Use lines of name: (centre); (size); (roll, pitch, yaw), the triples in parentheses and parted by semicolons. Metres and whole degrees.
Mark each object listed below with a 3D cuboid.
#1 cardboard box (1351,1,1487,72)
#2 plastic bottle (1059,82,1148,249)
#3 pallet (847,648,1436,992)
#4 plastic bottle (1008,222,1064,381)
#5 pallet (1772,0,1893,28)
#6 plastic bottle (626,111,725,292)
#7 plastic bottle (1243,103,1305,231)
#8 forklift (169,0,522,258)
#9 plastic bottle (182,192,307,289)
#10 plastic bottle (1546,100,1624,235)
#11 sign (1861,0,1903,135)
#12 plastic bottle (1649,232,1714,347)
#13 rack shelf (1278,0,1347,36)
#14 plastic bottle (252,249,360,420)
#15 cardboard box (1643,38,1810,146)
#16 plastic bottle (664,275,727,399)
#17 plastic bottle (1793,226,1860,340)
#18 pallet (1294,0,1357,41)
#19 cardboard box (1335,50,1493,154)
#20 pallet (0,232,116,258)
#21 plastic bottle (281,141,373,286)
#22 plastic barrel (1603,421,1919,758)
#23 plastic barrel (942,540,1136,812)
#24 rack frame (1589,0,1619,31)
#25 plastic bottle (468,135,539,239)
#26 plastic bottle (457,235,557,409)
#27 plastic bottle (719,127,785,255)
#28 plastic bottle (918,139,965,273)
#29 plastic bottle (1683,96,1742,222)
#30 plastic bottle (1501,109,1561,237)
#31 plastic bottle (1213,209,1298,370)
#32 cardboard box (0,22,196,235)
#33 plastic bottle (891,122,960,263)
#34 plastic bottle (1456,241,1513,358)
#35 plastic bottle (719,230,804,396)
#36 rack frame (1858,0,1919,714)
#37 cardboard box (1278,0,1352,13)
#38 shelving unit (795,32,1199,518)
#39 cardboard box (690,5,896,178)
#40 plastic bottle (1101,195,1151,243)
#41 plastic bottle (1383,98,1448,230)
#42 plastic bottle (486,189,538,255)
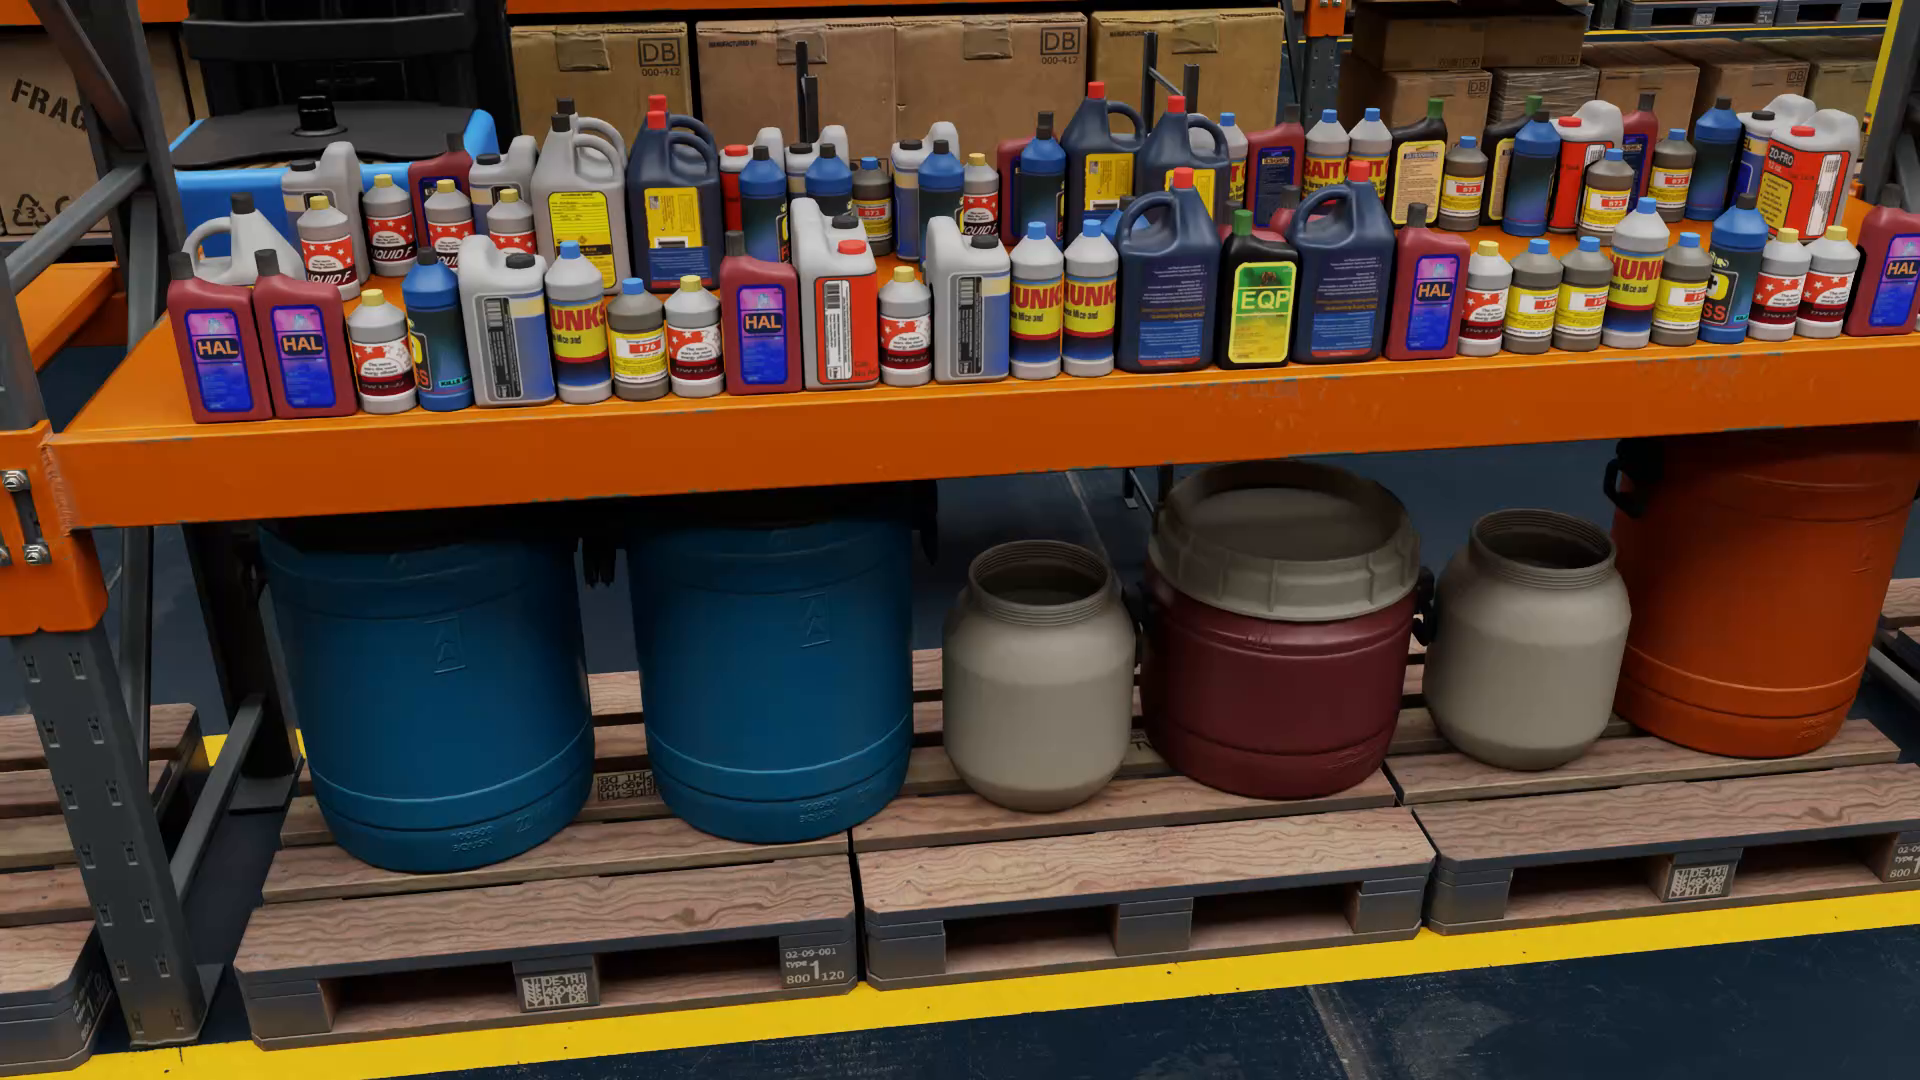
cardboard box: (2.286, -2.523, 8.316); (0.500, 0.250, 0.500); (-3, 27, -5)
plastic bottle: (0.312, -0.811, 3.598); (0.185, 0.351, 0.144); (-4, 27, -7)
pallet: (0.337, 0.575, 3.898); (1.213, 0.211, 1.003); (-4, 27, -7)
plastic bottle: (0.133, -0.425, 2.933); (0.097, 0.271, 0.097); (0, 27, 0)
pallet: (6.972, -4.404, 13.602); (1.213, 0.211, 1.003); (-4, 27, -7)
plastic bottle: (-0.576, -0.687, 3.357); (0.185, 0.351, 0.144); (-4, 27, -7)
plastic bottle: (0.693, -0.824, 3.698); (0.133, 0.283, 0.061); (-4, 27, -7)
forklift: (-2.272, -2.156, 6.241); (1.130, 2.935, 3.031); (-4, 27, -8)
plastic bottle: (-1.210, -0.413, 2.822); (0.185, 0.351, 0.144); (-4, 27, -7)
plastic bottle: (1.386, -0.844, 3.746); (0.135, 0.276, 0.152); (-4, 27, -7)
sign: (2.234, -1.131, 3.990); (0.005, 0.325, 0.100); (-4, 27, -7)
plastic bottle: (1.342, -0.471, 3.100); (0.097, 0.201, 0.097); (0, 27, 0)
rack shelf: (3.608, -2.857, 8.320); (4.000, 0.370, 1.077); (-4, 27, -7)
plastic bottle: (-1.089, -0.343, 2.761); (0.133, 0.283, 0.061); (-4, 27, -7)
cardboard box: (3.948, -2.301, 8.704); (0.500, 0.500, 0.700); (-6, 28, -12)
plastic bottle: (-0.459, -0.356, 2.875); (0.097, 0.201, 0.097); (0, 27, 0)
plastic bottle: (1.631, -0.490, 3.136); (0.097, 0.201, 0.097); (0, 27, 0)
pallet: (3.033, -4.150, 13.106); (1.213, 0.211, 1.003); (-4, 27, -7)
cardboard box: (2.288, -2.185, 8.478); (0.500, 0.500, 0.700); (-5, 28, -10)
pallet: (-4.308, -1.462, 7.869); (1.213, 0.211, 1.003); (-4, 27, -7)
plastic bottle: (-1.299, -0.672, 3.410); (0.135, 0.276, 0.152); (-4, 27, -7)
plastic barrel: (1.835, 0.007, 3.868); (0.708, 0.830, 0.600); (-4, 27, -7)
plastic barrel: (0.170, 0.297, 3.651); (0.421, 0.512, 0.421); (0, 27, 0)
rack frame: (4.997, -5.553, 12.786); (0.127, 3.000, 1.000); (-4, 27, -7)
plastic bottle: (-0.937, -0.695, 3.455); (0.135, 0.276, 0.152); (-4, 27, -7)
plastic bottle: (-0.770, -0.381, 2.843); (0.135, 0.276, 0.152); (-4, 27, -7)
plastic bottle: (-0.437, -0.727, 3.518); (0.135, 0.276, 0.152); (-4, 27, -7)
plastic bottle: (-0.039, -0.693, 3.457); (0.097, 0.271, 0.097); (0, 27, 0)
plastic bottle: (1.725, -0.877, 3.814); (0.097, 0.271, 0.097); (0, 27, 0)
plastic bottle: (1.275, -0.820, 3.703); (0.097, 0.271, 0.097); (0, 27, 0)
plastic bottle: (0.529, -0.447, 2.963); (0.133, 0.283, 0.061); (-4, 27, -7)
cardboard box: (-3.890, -1.974, 7.678); (0.875, 0.875, 0.875); (-4, 27, -7)
plastic bottle: (-0.074, -0.751, 3.563); (0.135, 0.276, 0.152); (-4, 27, -7)
plastic bottle: (0.956, -0.446, 3.052); (0.097, 0.201, 0.097); (0, 27, 0)
plastic bottle: (-0.342, -0.391, 2.854); (0.133, 0.283, 0.061); (-4, 27, -7)
rack frame: (2.317, -0.810, 3.544); (0.127, 3.000, 1.000); (-4, 27, -7)
cardboard box: (2.517, -4.539, 12.815); (0.750, 0.750, 1.050); (-3, 27, -6)
shelving unit: (0.084, -0.673, 4.918); (1.048, 1.500, 0.538); (-4, 27, -7)
cardboard box: (-0.818, -2.144, 8.009); (0.875, 0.875, 1.225); (-5, 28, -9)
plastic bottle: (0.306, -0.502, 3.084); (0.097, 0.271, 0.097); (0, 27, 0)
plastic bottle: (1.018, -0.845, 3.739); (0.133, 0.283, 0.061); (-4, 27, -7)
plastic bottle: (-0.901, -0.607, 3.365); (0.097, 0.201, 0.097); (0, 27, 0)
